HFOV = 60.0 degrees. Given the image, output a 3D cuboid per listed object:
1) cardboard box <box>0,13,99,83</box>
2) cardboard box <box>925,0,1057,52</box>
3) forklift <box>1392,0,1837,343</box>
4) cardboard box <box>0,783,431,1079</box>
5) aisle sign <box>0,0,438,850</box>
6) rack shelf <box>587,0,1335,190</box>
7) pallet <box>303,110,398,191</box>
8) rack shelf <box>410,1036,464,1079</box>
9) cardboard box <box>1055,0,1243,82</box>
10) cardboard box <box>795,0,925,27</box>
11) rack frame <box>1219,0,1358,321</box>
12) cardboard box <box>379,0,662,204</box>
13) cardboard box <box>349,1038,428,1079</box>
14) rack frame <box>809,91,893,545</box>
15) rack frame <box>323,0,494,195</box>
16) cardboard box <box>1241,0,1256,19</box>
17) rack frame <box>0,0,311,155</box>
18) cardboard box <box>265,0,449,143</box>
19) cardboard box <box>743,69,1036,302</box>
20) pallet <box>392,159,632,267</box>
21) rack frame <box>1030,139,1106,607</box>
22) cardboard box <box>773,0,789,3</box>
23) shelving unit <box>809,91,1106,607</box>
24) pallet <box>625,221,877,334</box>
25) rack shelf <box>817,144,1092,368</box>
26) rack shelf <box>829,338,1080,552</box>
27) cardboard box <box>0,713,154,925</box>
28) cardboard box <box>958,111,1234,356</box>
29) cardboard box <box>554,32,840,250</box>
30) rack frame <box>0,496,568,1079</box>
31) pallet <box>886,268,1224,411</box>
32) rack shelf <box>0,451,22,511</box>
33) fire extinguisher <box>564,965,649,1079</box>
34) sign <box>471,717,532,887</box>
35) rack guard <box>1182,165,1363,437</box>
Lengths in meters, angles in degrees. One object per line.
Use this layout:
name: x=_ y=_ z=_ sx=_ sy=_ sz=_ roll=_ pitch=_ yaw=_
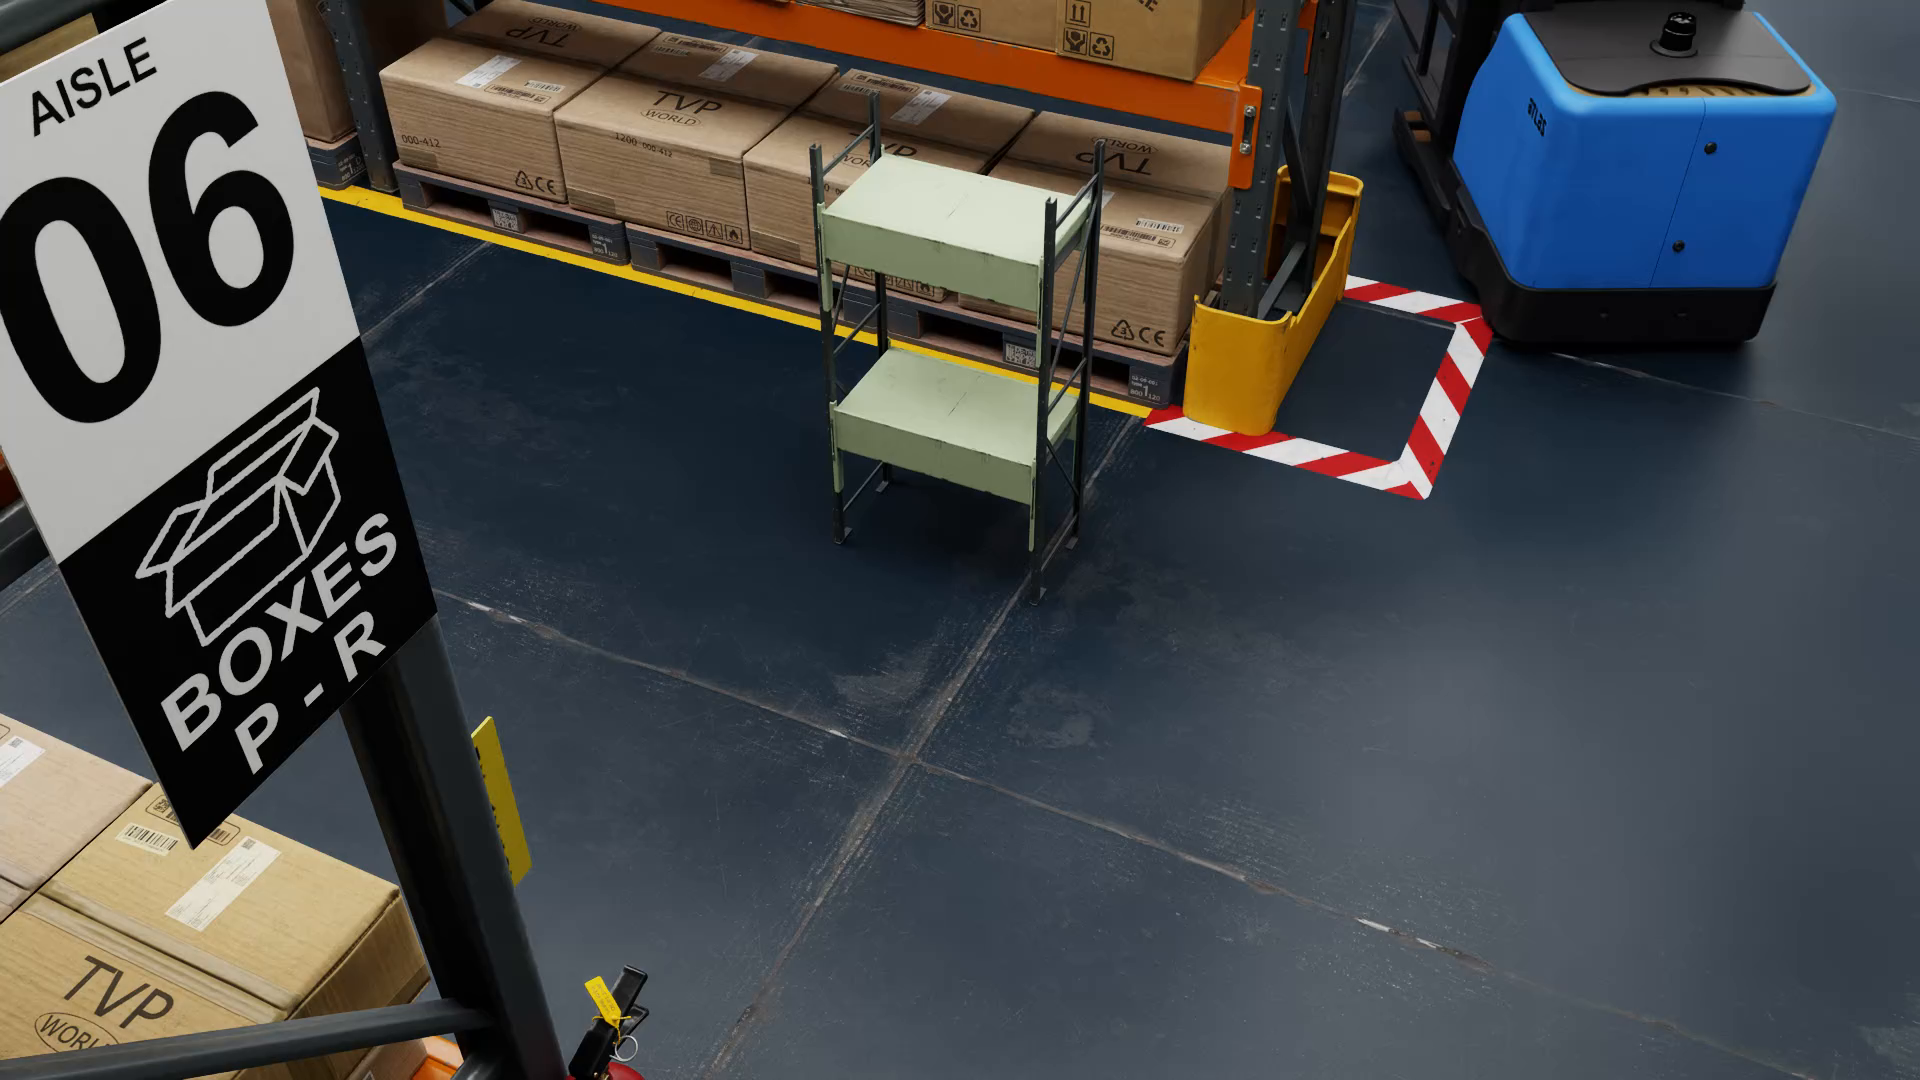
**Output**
cardboard box: x=-1.178 y=-0.432 z=1.556 sx=0.500 sy=0.250 sz=0.500 roll=17 pitch=44 yaw=18
cardboard box: x=0.206 y=-2.068 z=5.769 sx=0.500 sy=0.500 sz=0.500 roll=16 pitch=43 yaw=18
forklift: x=2.632 y=-2.823 z=6.769 sx=1.130 sy=2.935 sz=3.031 roll=0 pitch=41 yaw=-1
cardboard box: x=-1.189 y=0.701 z=2.539 sx=0.500 sy=0.250 sz=0.500 roll=17 pitch=44 yaw=19
aisle sign: x=-0.706 y=-0.096 z=1.586 sx=0.004 sy=0.787 sz=0.394 roll=17 pitch=44 yaw=19
rack shelf: x=-0.609 y=-2.187 z=6.533 sx=4.000 sy=0.370 sz=1.077 roll=17 pitch=44 yaw=19
pallet: x=-3.153 y=-2.128 z=8.044 sx=1.213 sy=0.211 sz=1.003 roll=17 pitch=44 yaw=19
rack shelf: x=-2.704 y=0.760 z=3.132 sx=4.000 sy=0.370 sz=1.077 roll=17 pitch=44 yaw=19
cardboard box: x=0.654 y=-1.920 z=5.598 sx=0.500 sy=0.500 sz=0.500 roll=17 pitch=44 yaw=19
cardboard box: x=-0.264 y=-2.204 z=5.926 sx=0.500 sy=0.500 sz=0.500 roll=18 pitch=44 yaw=20
rack frame: x=1.203 y=-1.905 z=5.658 sx=0.127 sy=3.000 sz=1.000 roll=17 pitch=44 yaw=19
cardboard box: x=-1.898 y=-1.966 z=7.364 sx=0.875 sy=0.438 sz=0.875 roll=16 pitch=44 yaw=18
cardboard box: x=-1.074 y=0.883 z=2.633 sx=0.250 sy=0.149 sz=0.380 roll=17 pitch=44 yaw=18
rack frame: x=-0.338 y=-0.670 z=5.378 sx=0.023 sy=1.500 sz=0.400 roll=17 pitch=44 yaw=19
rack frame: x=-2.421 y=-3.013 z=6.936 sx=0.127 sy=3.000 sz=1.000 roll=17 pitch=44 yaw=19
cardboard box: x=0.890 y=-2.246 z=5.975 sx=0.500 sy=0.500 sz=0.500 roll=17 pitch=44 yaw=18
rack frame: x=-0.892 y=-1.225 z=0.293 sx=0.127 sy=3.000 sz=1.000 roll=17 pitch=44 yaw=19
cardboard box: x=-3.017 y=-2.493 z=7.638 sx=0.875 sy=0.875 sz=0.875 roll=18 pitch=44 yaw=20
cardboard box: x=-0.270 y=-1.468 z=6.789 sx=0.875 sy=0.438 sz=0.875 roll=18 pitch=44 yaw=20
pallet: x=-1.765 y=-1.702 z=7.553 sx=1.213 sy=0.211 sz=1.003 roll=17 pitch=44 yaw=19
rack frame: x=0.326 y=-0.467 z=5.144 sx=0.023 sy=1.500 sz=0.400 roll=17 pitch=44 yaw=19
cardboard box: x=-0.738 y=-2.339 z=6.083 sx=0.500 sy=0.500 sz=0.500 roll=18 pitch=44 yaw=20
shelving unit: x=-0.006 y=-0.569 z=5.261 sx=0.755 sy=1.500 sz=0.431 roll=17 pitch=44 yaw=19
pallet: x=-0.656 y=-1.365 z=7.164 sx=1.213 sy=0.211 sz=1.003 roll=17 pitch=44 yaw=19
rack shelf: x=-0.006 y=-0.863 z=5.005 sx=0.720 sy=0.370 sz=0.431 roll=17 pitch=44 yaw=19
rack shelf: x=-0.006 y=-0.322 z=5.474 sx=0.720 sy=0.370 sz=0.431 roll=17 pitch=44 yaw=19
cardboard box: x=-1.646 y=0.561 z=2.700 sx=0.500 sy=0.250 sz=0.500 roll=17 pitch=44 yaw=19
cardboard box: x=0.563 y=-1.219 z=6.502 sx=0.875 sy=0.438 sz=0.875 roll=16 pitch=43 yaw=17
cardboard box: x=-1.086 y=-1.718 z=7.078 sx=0.875 sy=0.438 sz=0.875 roll=16 pitch=43 yaw=17
rack frame: x=-0.892 y=1.042 z=2.258 sx=0.127 sy=3.000 sz=1.000 roll=17 pitch=44 yaw=19
pallet: x=0.446 y=-1.027 z=6.773 sx=1.213 sy=0.211 sz=1.003 roll=17 pitch=44 yaw=19
rack shelf: x=-2.704 y=-0.374 z=2.150 sx=4.000 sy=0.370 sz=1.077 roll=17 pitch=44 yaw=19
fire extinguisher: x=-0.563 y=0.978 z=2.675 sx=0.183 sy=0.674 sz=0.296 roll=17 pitch=44 yaw=19
sign: x=-0.663 y=0.393 z=2.346 sx=0.005 sy=0.325 sz=0.100 roll=17 pitch=44 yaw=19
rack guard: x=1.225 y=-0.954 z=6.469 sx=0.348 sy=0.500 sz=1.175 roll=17 pitch=44 yaw=19
